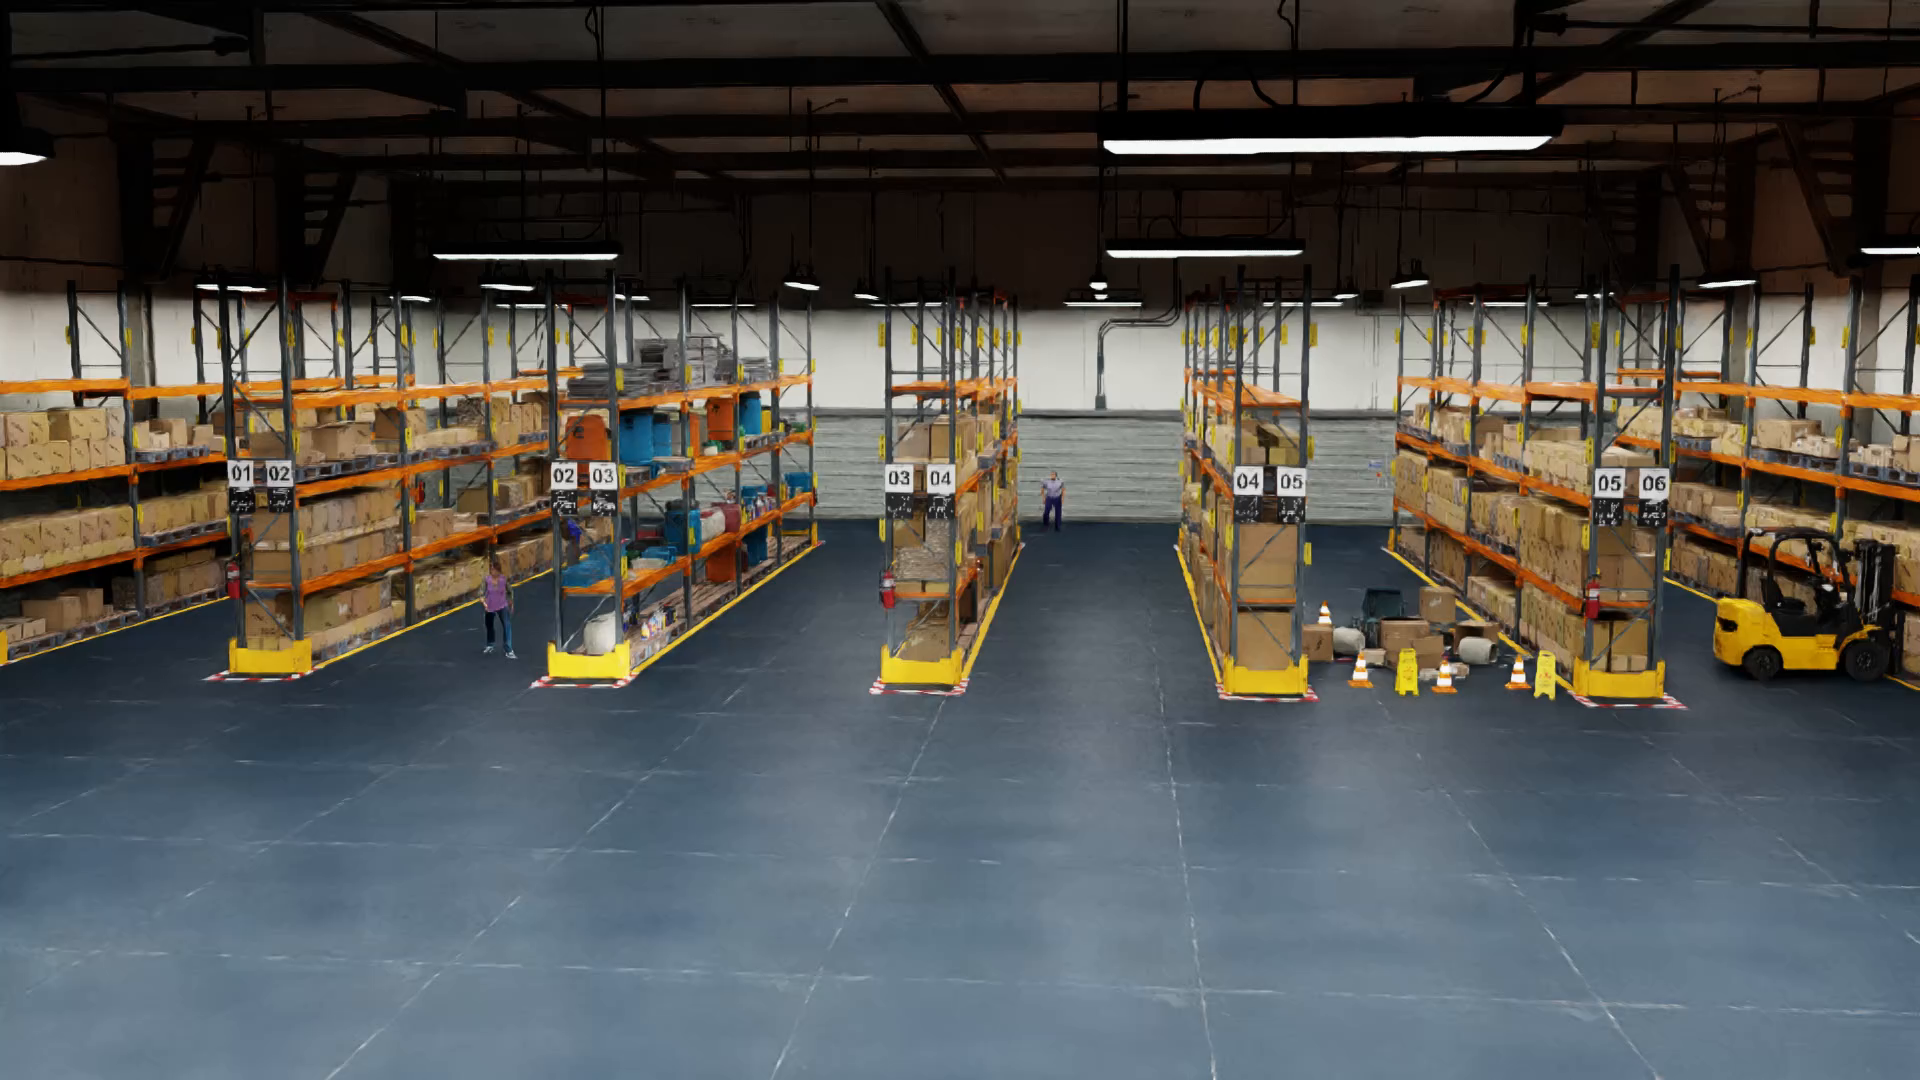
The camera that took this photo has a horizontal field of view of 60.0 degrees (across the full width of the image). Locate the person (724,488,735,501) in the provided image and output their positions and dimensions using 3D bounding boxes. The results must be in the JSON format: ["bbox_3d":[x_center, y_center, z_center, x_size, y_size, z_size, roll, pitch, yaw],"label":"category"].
[{"bbox_3d":[-5.199,-0.384,37.655,0.503,1.630,0.904,5,8,33],"label":"person"}]

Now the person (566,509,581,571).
[{"bbox_3d":[-7.631,0.164,33.029,0.441,1.655,0.552,-2,7,-14],"label":"person"}]

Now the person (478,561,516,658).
[{"bbox_3d":[-7.276,1.083,26.129,0.552,1.488,0.788,-2,7,-12],"label":"person"}]

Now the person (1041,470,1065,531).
[{"bbox_3d":[2.419,-1.021,43.232,0.625,1.580,0.517,0,7,2],"label":"person"}]
